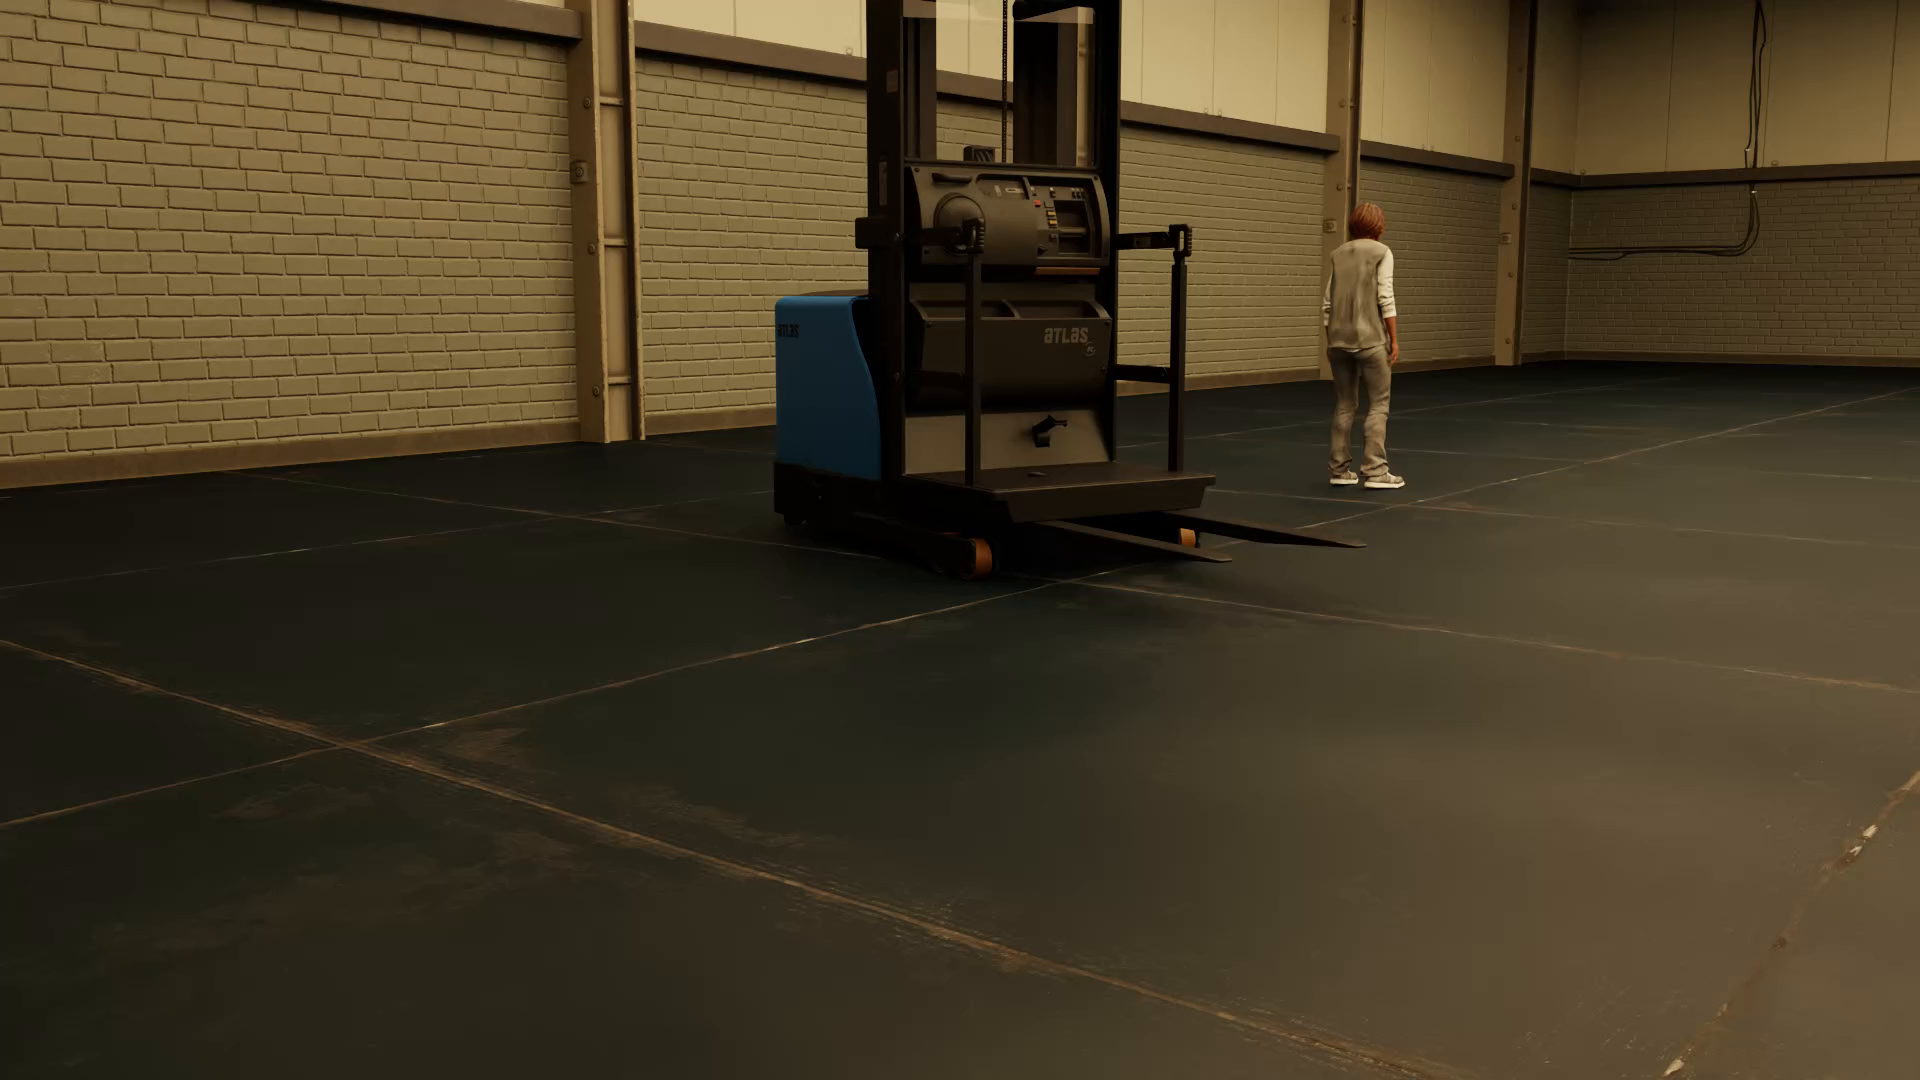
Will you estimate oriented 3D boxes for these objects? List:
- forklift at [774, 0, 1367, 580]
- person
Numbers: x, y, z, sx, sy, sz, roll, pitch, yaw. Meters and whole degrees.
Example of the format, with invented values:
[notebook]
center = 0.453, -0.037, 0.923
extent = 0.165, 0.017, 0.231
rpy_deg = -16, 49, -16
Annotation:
[forklift]
center = 0.329, -1.373, 6.666
extent = 1.130, 2.935, 3.031
rpy_deg = -5, 10, -31
[person]
center = 2.260, -1.092, 9.374
extent = 0.348, 1.592, 0.470
rpy_deg = -8, 11, -43
